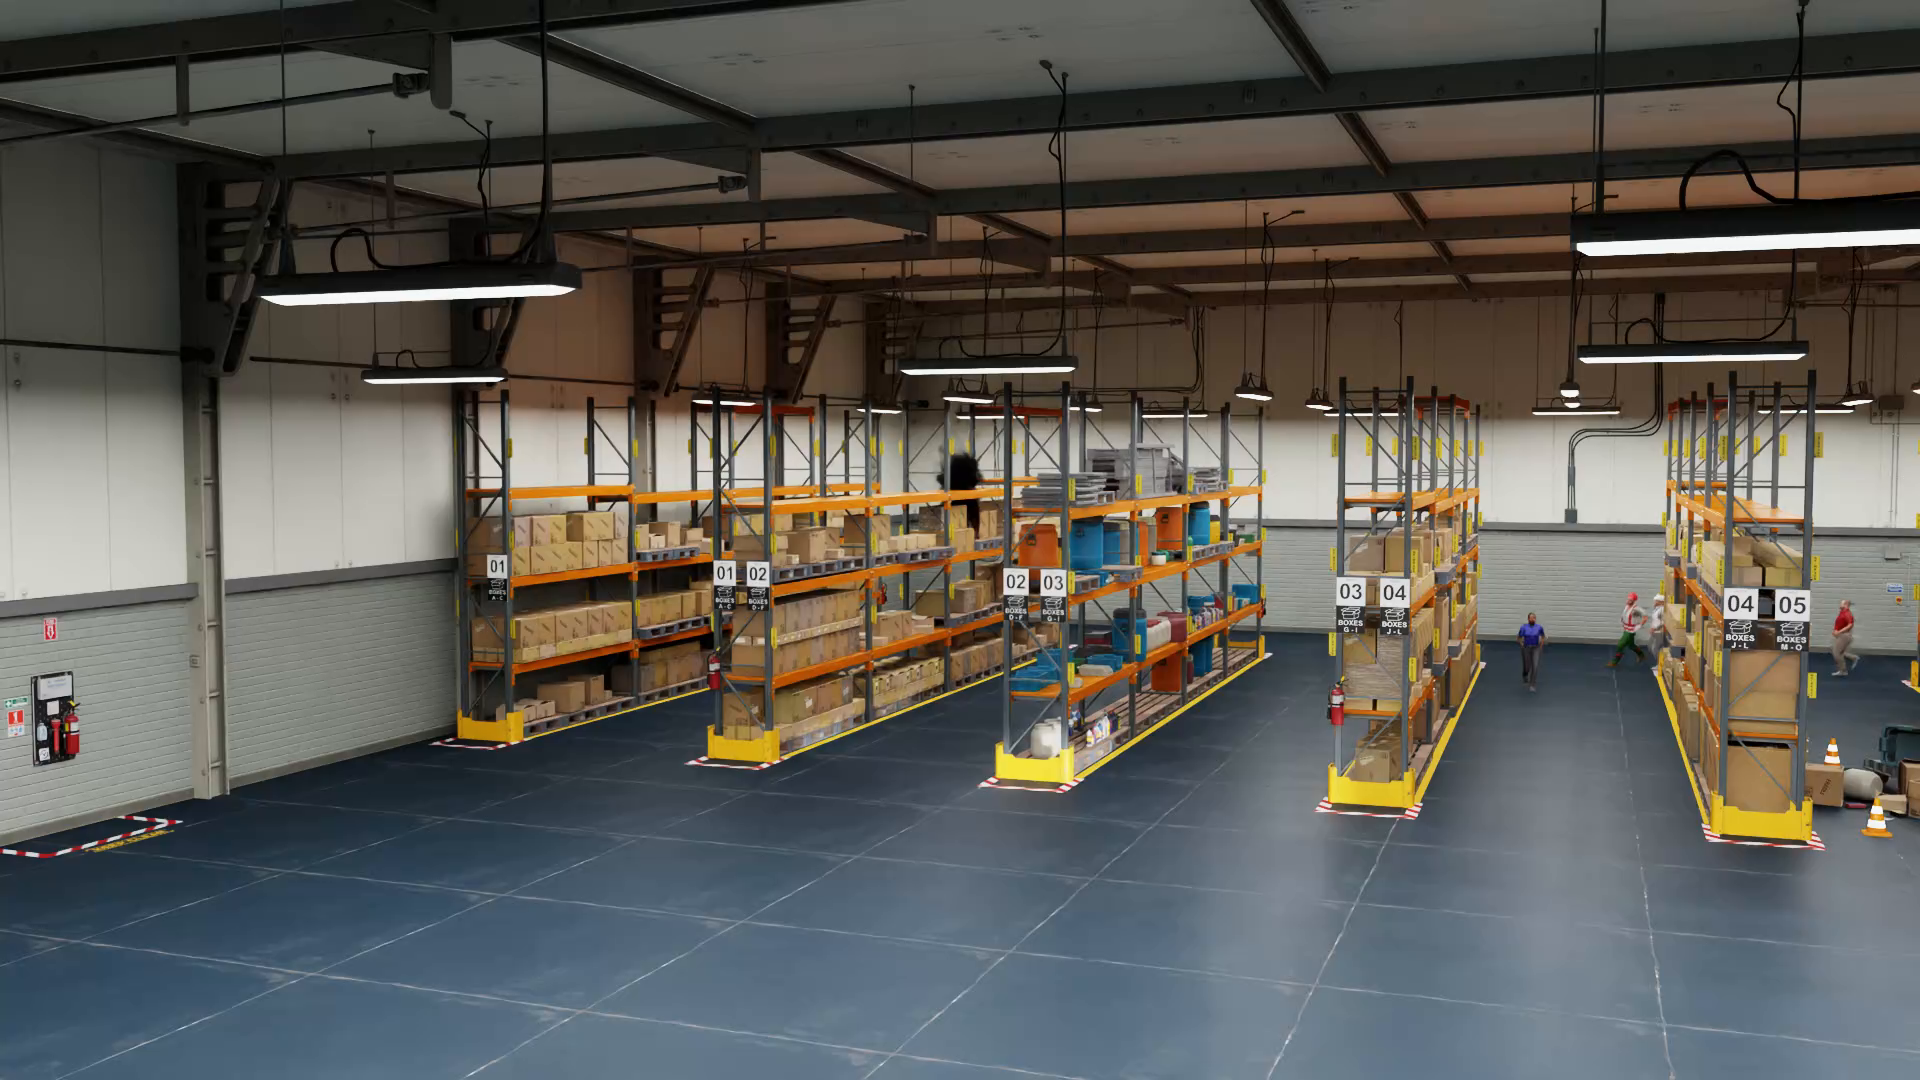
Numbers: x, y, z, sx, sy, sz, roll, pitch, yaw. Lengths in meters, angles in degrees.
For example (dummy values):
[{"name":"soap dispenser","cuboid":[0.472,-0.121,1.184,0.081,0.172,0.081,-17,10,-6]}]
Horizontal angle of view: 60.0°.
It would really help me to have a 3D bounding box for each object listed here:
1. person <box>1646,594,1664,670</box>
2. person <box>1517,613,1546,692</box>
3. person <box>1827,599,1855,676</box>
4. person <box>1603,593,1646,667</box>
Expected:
[{"name":"person","cuboid":[15.816,2.082,37.611,0.599,1.736,0.657,0,3,7]},{"name":"person","cuboid":[11.826,2.313,34.425,0.562,1.617,0.681,1,3,14]},{"name":"person","cuboid":[19.451,2.152,36.704,0.599,1.689,0.673,1,3,21]},{"name":"person","cuboid":[15.230,2.055,37.779,0.990,1.713,0.714,0,3,-8]}]
